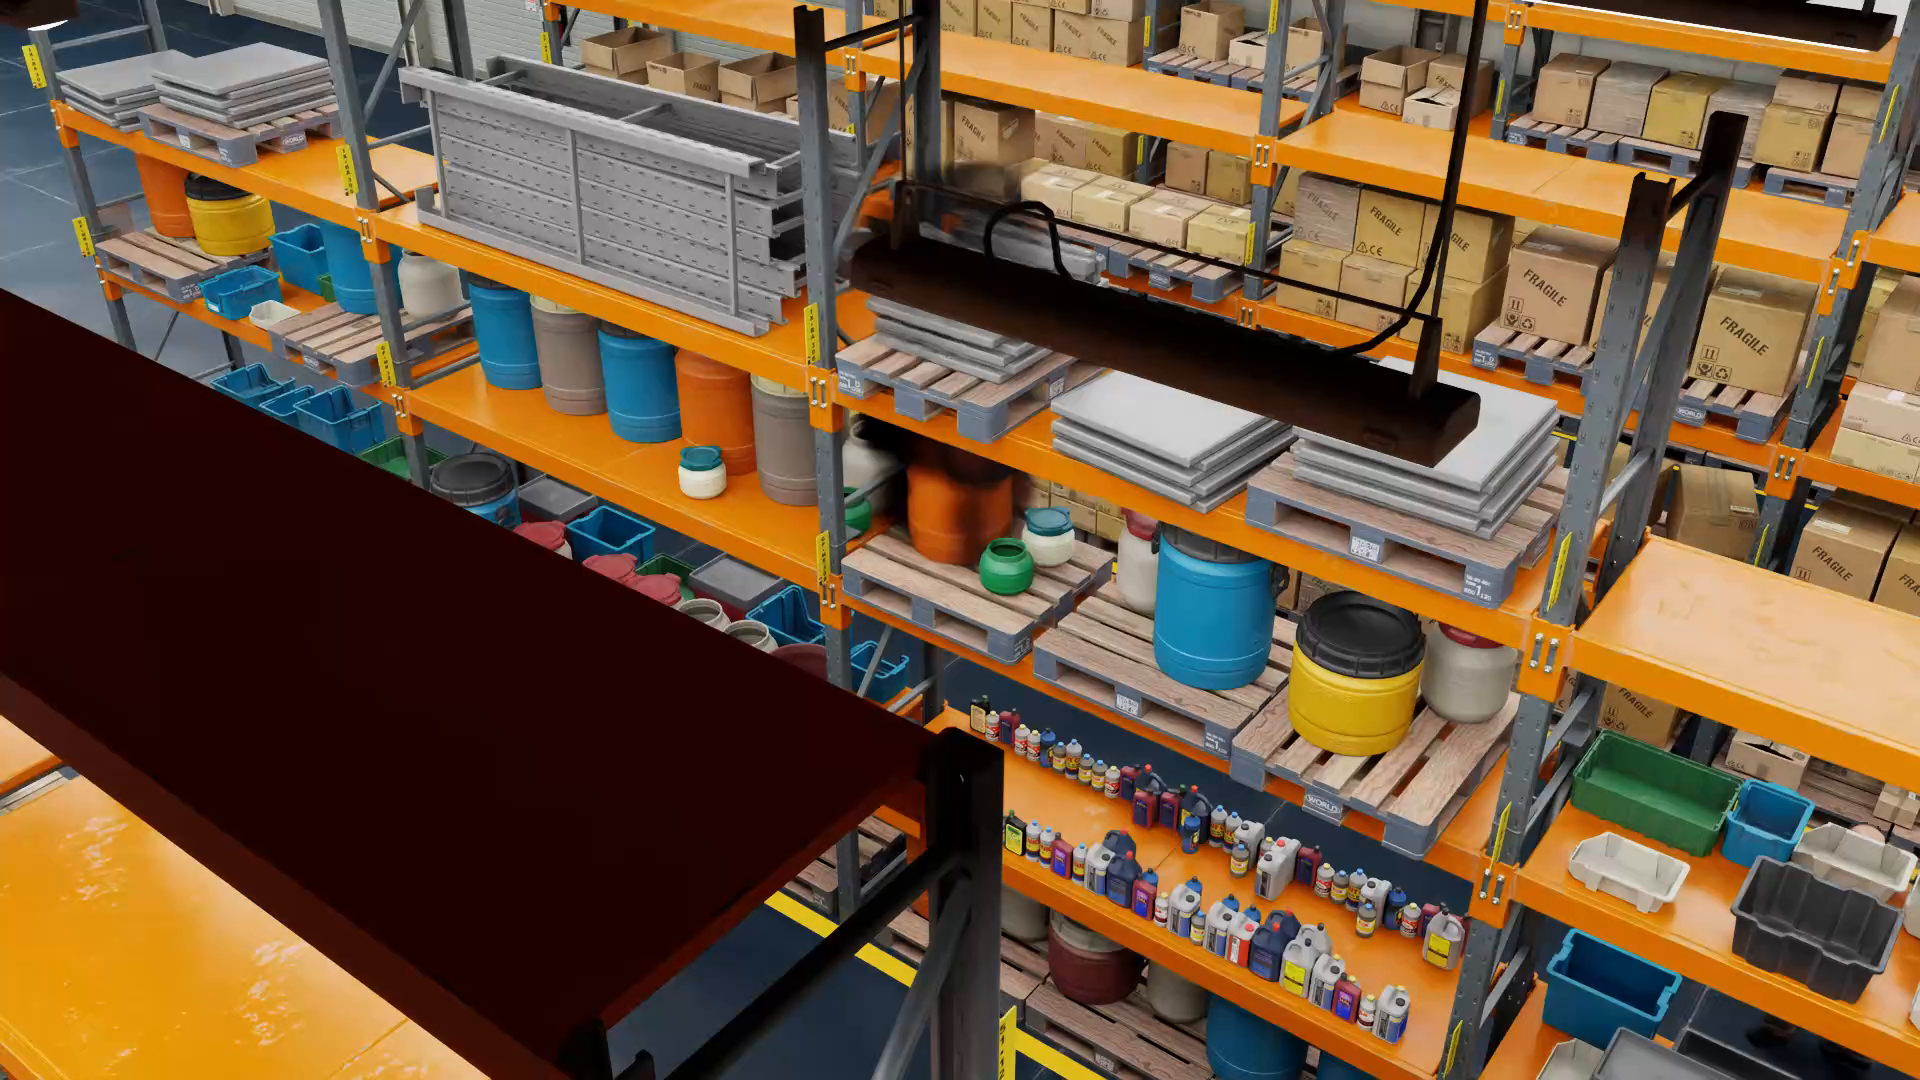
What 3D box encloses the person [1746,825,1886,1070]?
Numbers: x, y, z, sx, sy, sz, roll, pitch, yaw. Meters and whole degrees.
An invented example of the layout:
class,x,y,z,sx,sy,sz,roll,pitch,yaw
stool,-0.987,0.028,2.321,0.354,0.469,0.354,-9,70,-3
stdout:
class,x,y,z,sx,sy,sz,roll,pitch,yaw
person,5.090,2.385,9.737,0.833,1.774,0.613,27,40,37
